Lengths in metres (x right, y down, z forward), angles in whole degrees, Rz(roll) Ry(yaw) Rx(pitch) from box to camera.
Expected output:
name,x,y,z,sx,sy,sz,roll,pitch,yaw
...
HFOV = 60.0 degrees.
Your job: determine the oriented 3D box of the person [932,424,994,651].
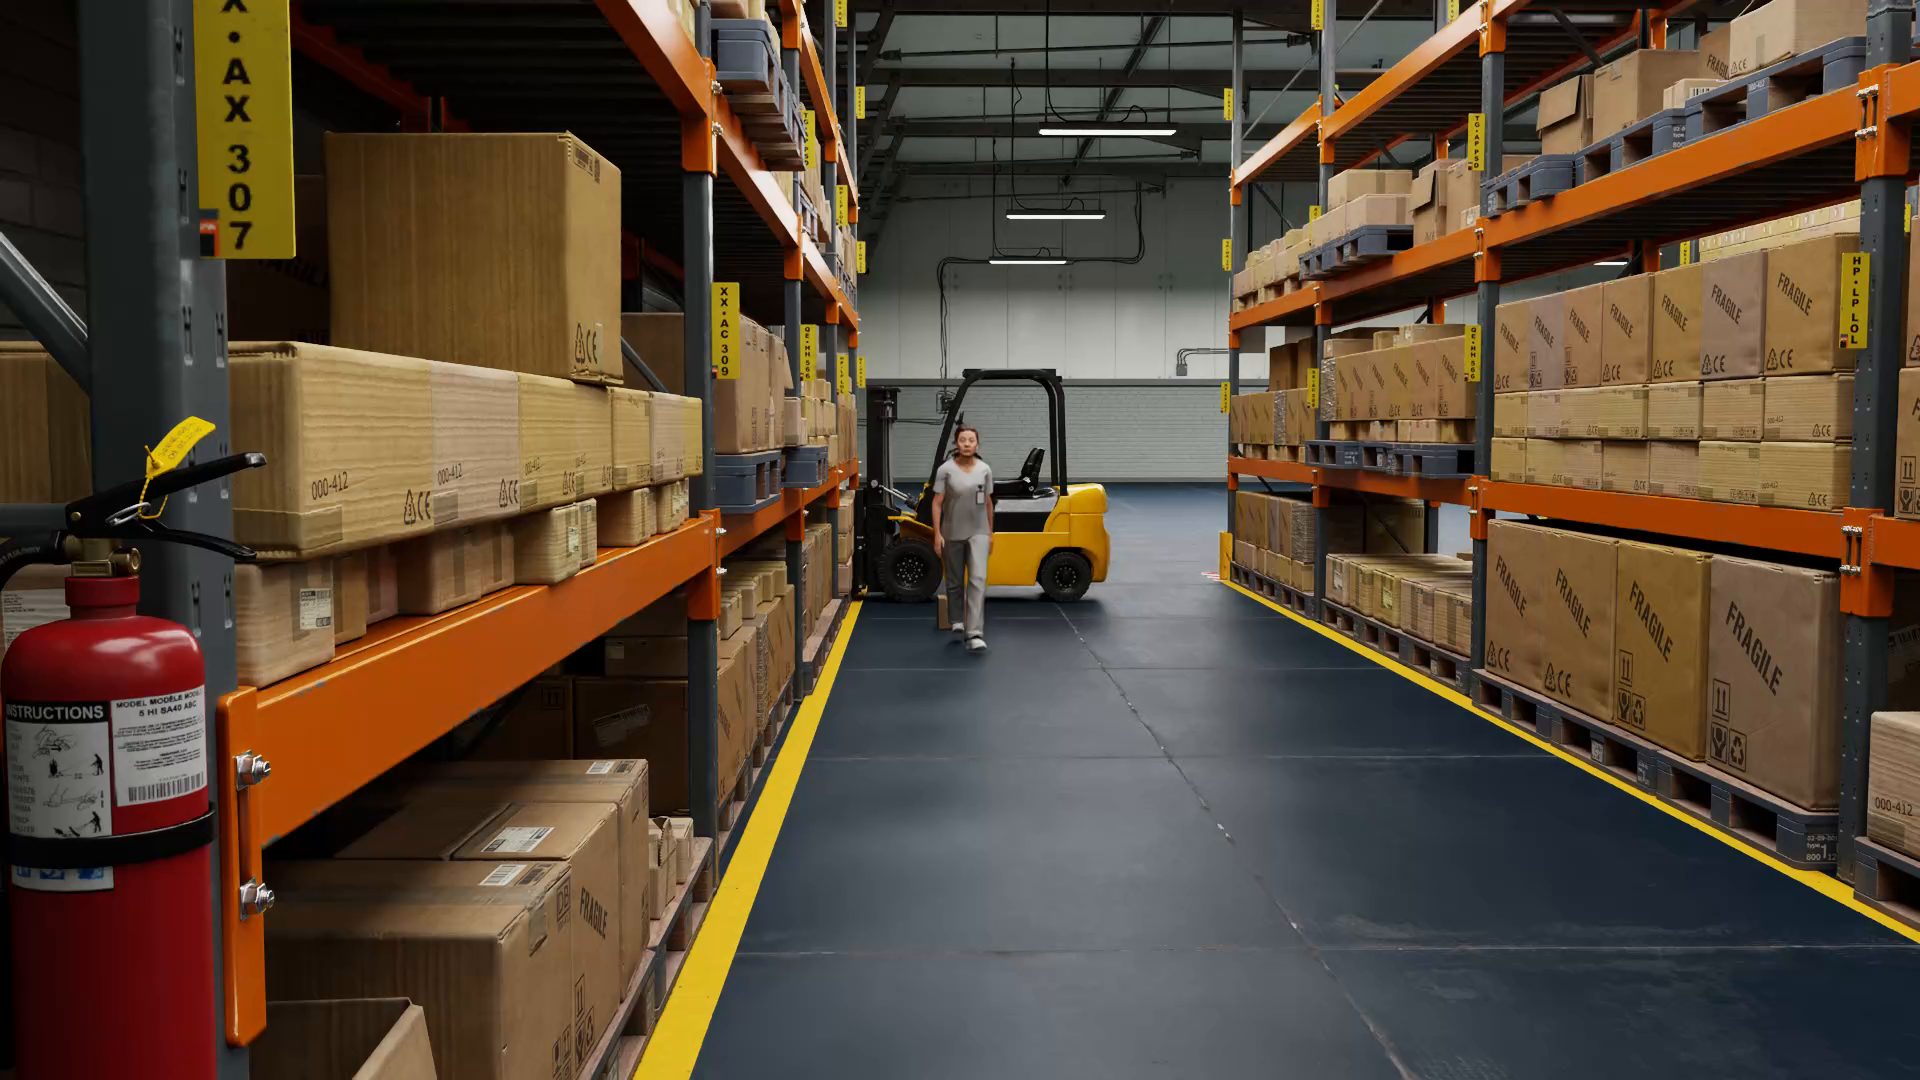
name,x,y,z,sx,sy,sz,roll,pitch,yaw
person,0.022,-0.031,12.102,0.461,1.617,1.047,0,4,-4
